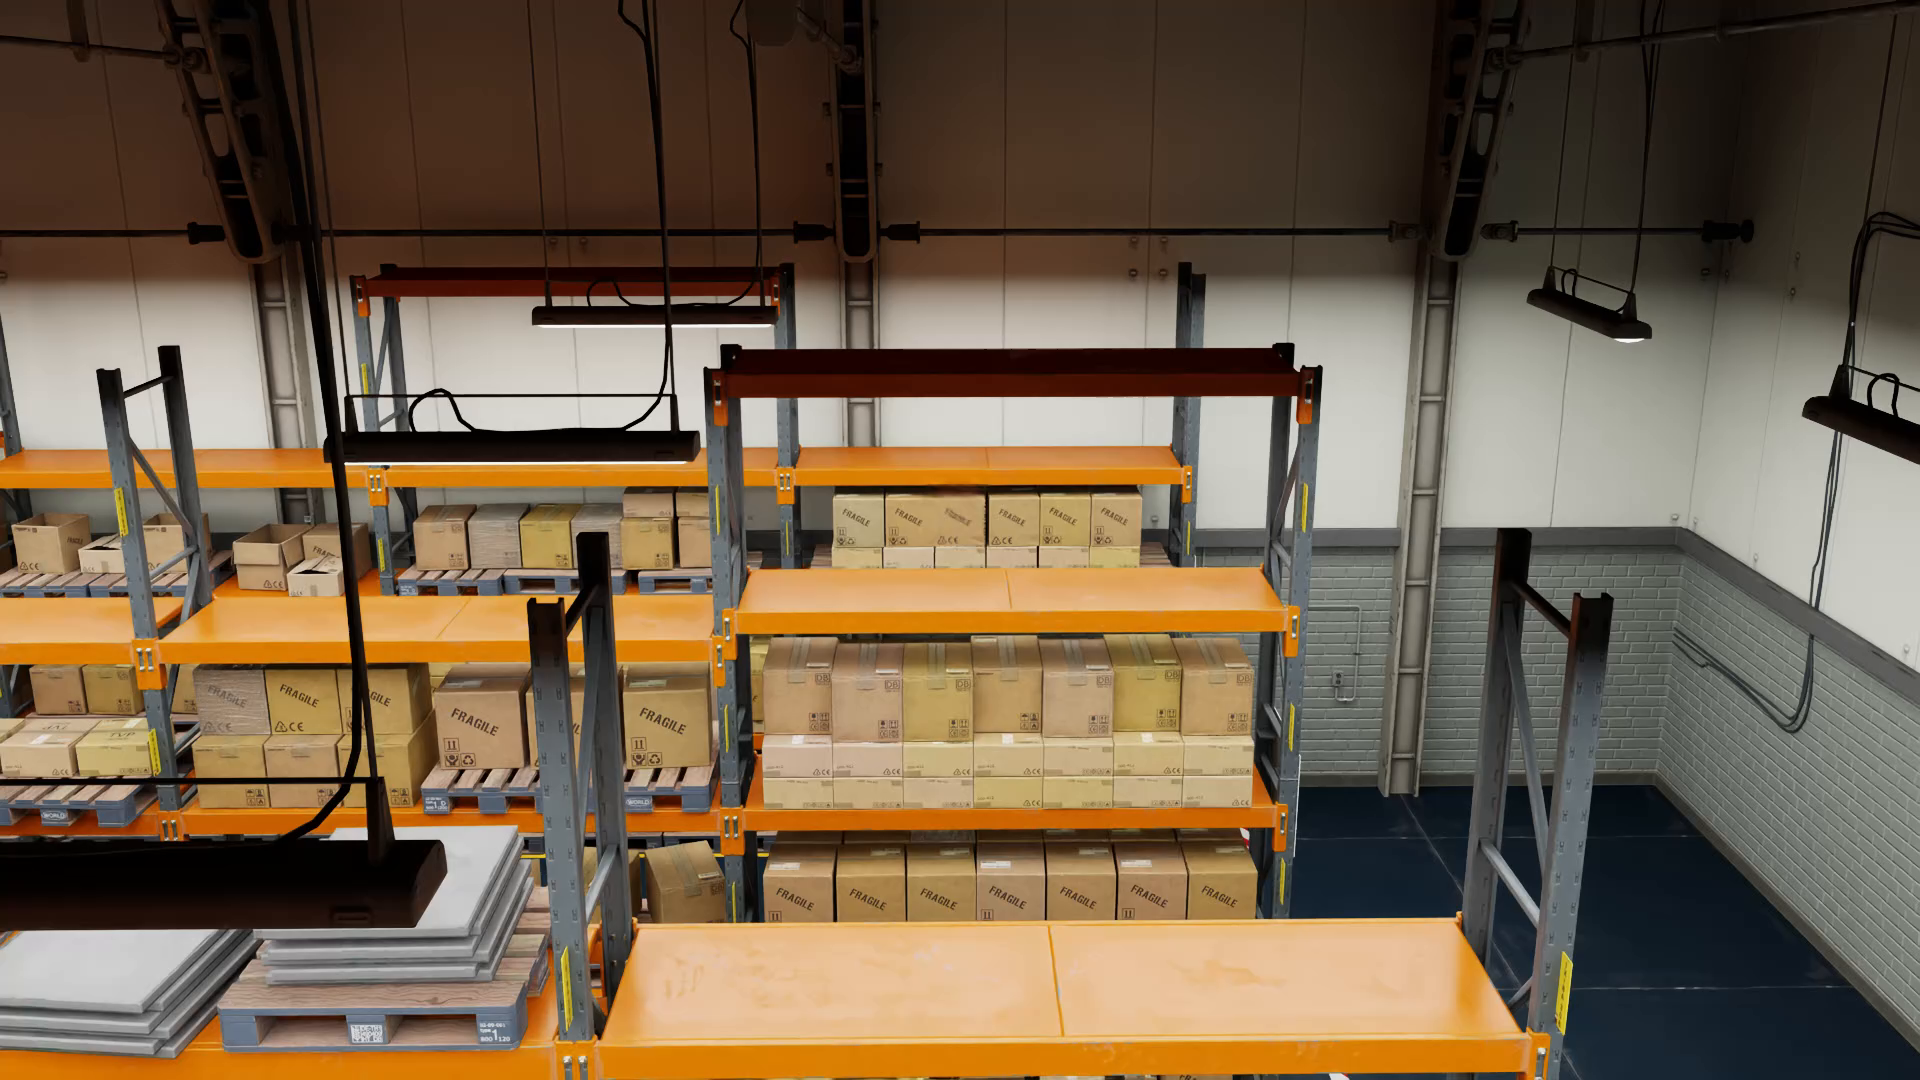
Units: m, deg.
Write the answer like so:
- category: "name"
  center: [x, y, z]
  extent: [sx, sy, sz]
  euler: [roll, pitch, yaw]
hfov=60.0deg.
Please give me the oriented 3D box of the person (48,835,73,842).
- category: "person"
  center: [-7.705, 3.209, 14.461]
  extent: [0.639, 1.744, 0.594]
  euler: [4, 17, 12]
